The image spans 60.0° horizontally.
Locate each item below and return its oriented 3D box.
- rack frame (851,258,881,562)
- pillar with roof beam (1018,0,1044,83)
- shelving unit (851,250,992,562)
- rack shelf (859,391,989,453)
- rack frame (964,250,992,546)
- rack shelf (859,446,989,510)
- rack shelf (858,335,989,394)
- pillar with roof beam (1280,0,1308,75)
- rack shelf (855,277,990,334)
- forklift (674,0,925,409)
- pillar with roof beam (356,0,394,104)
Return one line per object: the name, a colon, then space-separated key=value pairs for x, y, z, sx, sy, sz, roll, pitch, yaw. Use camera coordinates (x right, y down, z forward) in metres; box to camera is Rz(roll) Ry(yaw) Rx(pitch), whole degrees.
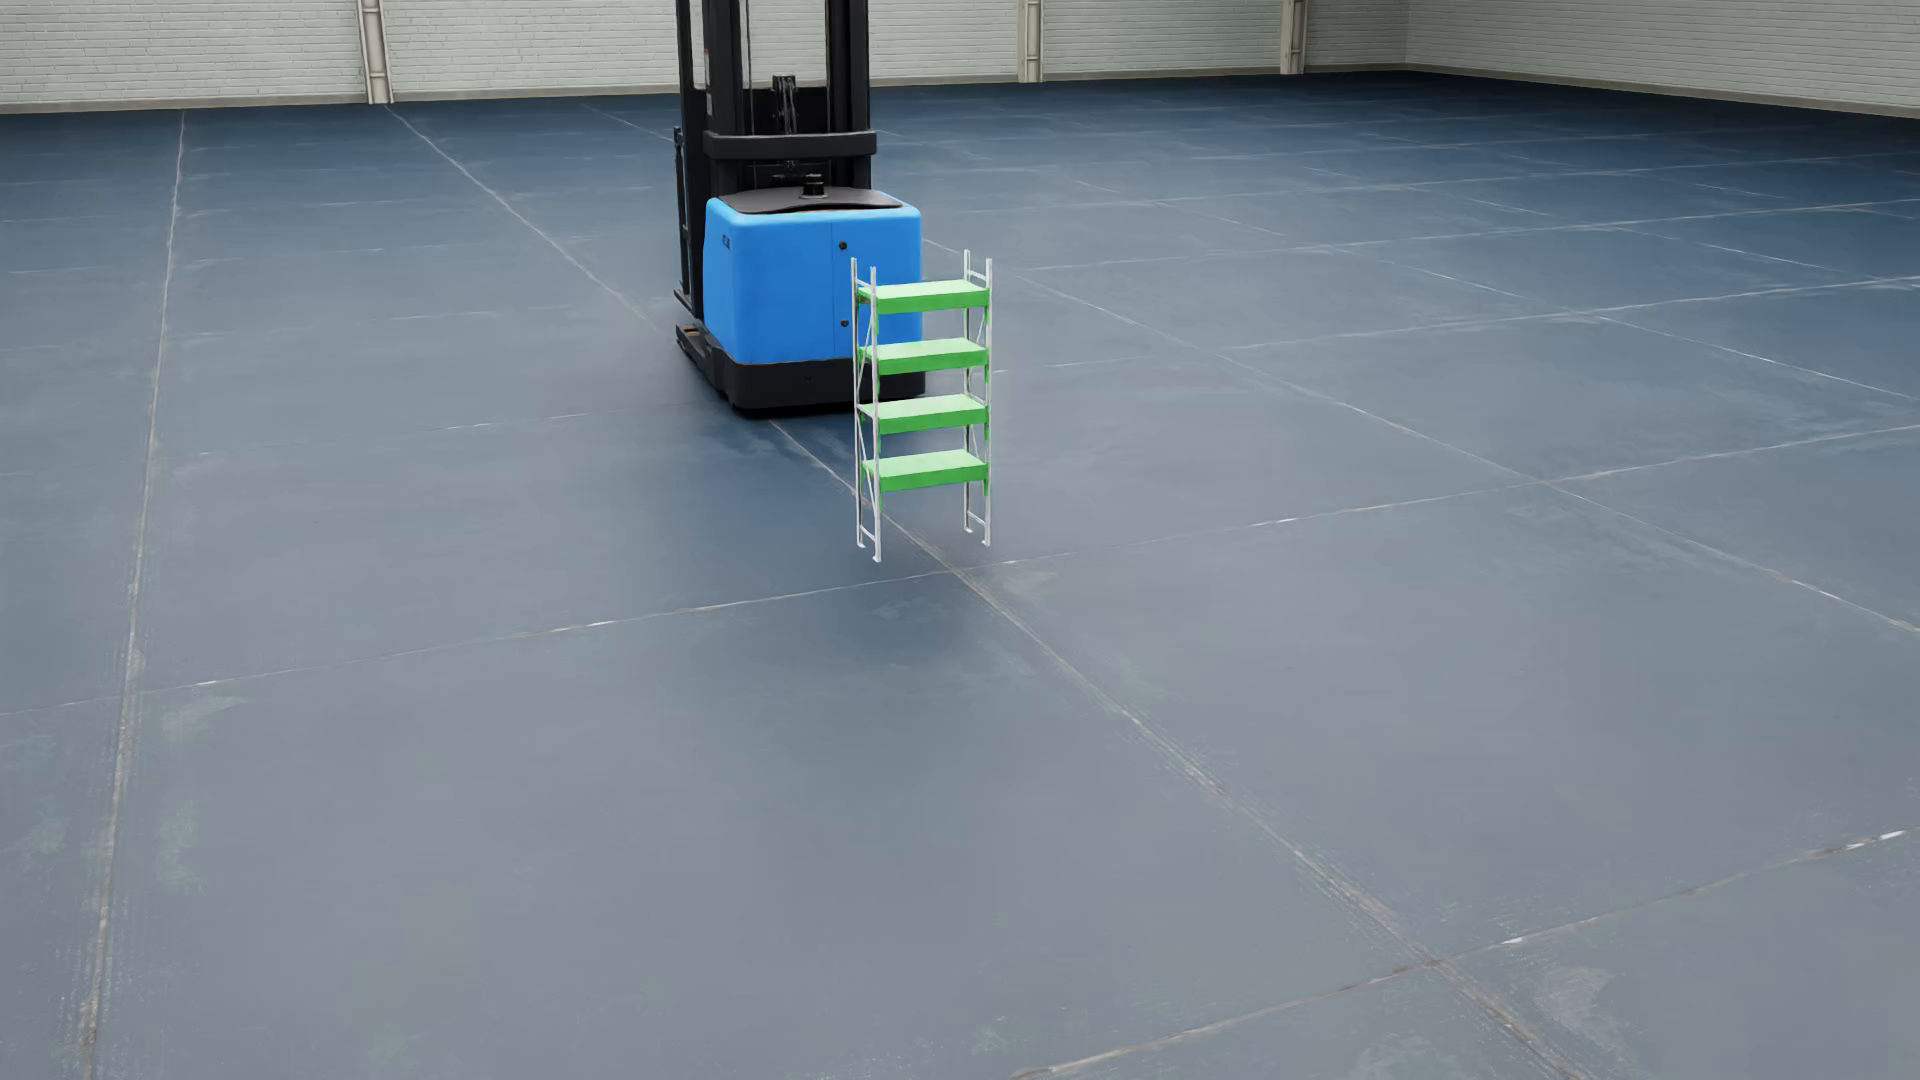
rack frame: x=-0.376 y=-0.512 z=6.670 sx=0.015 sy=1.200 sz=0.240 roll=-8 pitch=21 yaw=-22
pillar with roof beam: x=3.062 y=-11.802 z=26.992 sx=0.400 sy=9.000 sz=9.100 roll=-8 pitch=21 yaw=-22
shelving unit: x=-0.152 y=-0.544 z=6.761 sx=0.503 sy=1.200 sz=0.258 roll=-8 pitch=21 yaw=-22
rack shelf: x=-0.152 y=-0.484 z=6.782 sx=0.480 sy=0.148 sz=0.258 roll=-8 pitch=21 yaw=-22
rack frame: x=0.072 y=-0.576 z=6.852 sx=0.015 sy=1.200 sz=0.240 roll=-8 pitch=21 yaw=-22
rack shelf: x=-0.152 y=-0.258 z=6.862 sx=0.480 sy=0.148 sz=0.258 roll=-8 pitch=21 yaw=-22
rack shelf: x=-0.152 y=-0.710 z=6.702 sx=0.480 sy=0.148 sz=0.258 roll=-8 pitch=21 yaw=-22
pillar with roof beam: x=8.571 y=-12.592 z=29.234 sx=0.400 sy=9.000 sz=9.100 roll=-8 pitch=21 yaw=-22
rack shelf: x=-0.152 y=-0.937 z=6.623 sx=0.480 sy=0.148 sz=0.258 roll=-8 pitch=21 yaw=-22
forklift: x=-1.133 y=-2.528 z=9.789 sx=1.130 sy=2.935 sz=3.031 roll=-6 pitch=20 yaw=-17
pillar with roof beam: x=-7.956 y=-10.224 z=22.509 sx=0.400 sy=9.000 sz=9.100 roll=-8 pitch=21 yaw=-22
